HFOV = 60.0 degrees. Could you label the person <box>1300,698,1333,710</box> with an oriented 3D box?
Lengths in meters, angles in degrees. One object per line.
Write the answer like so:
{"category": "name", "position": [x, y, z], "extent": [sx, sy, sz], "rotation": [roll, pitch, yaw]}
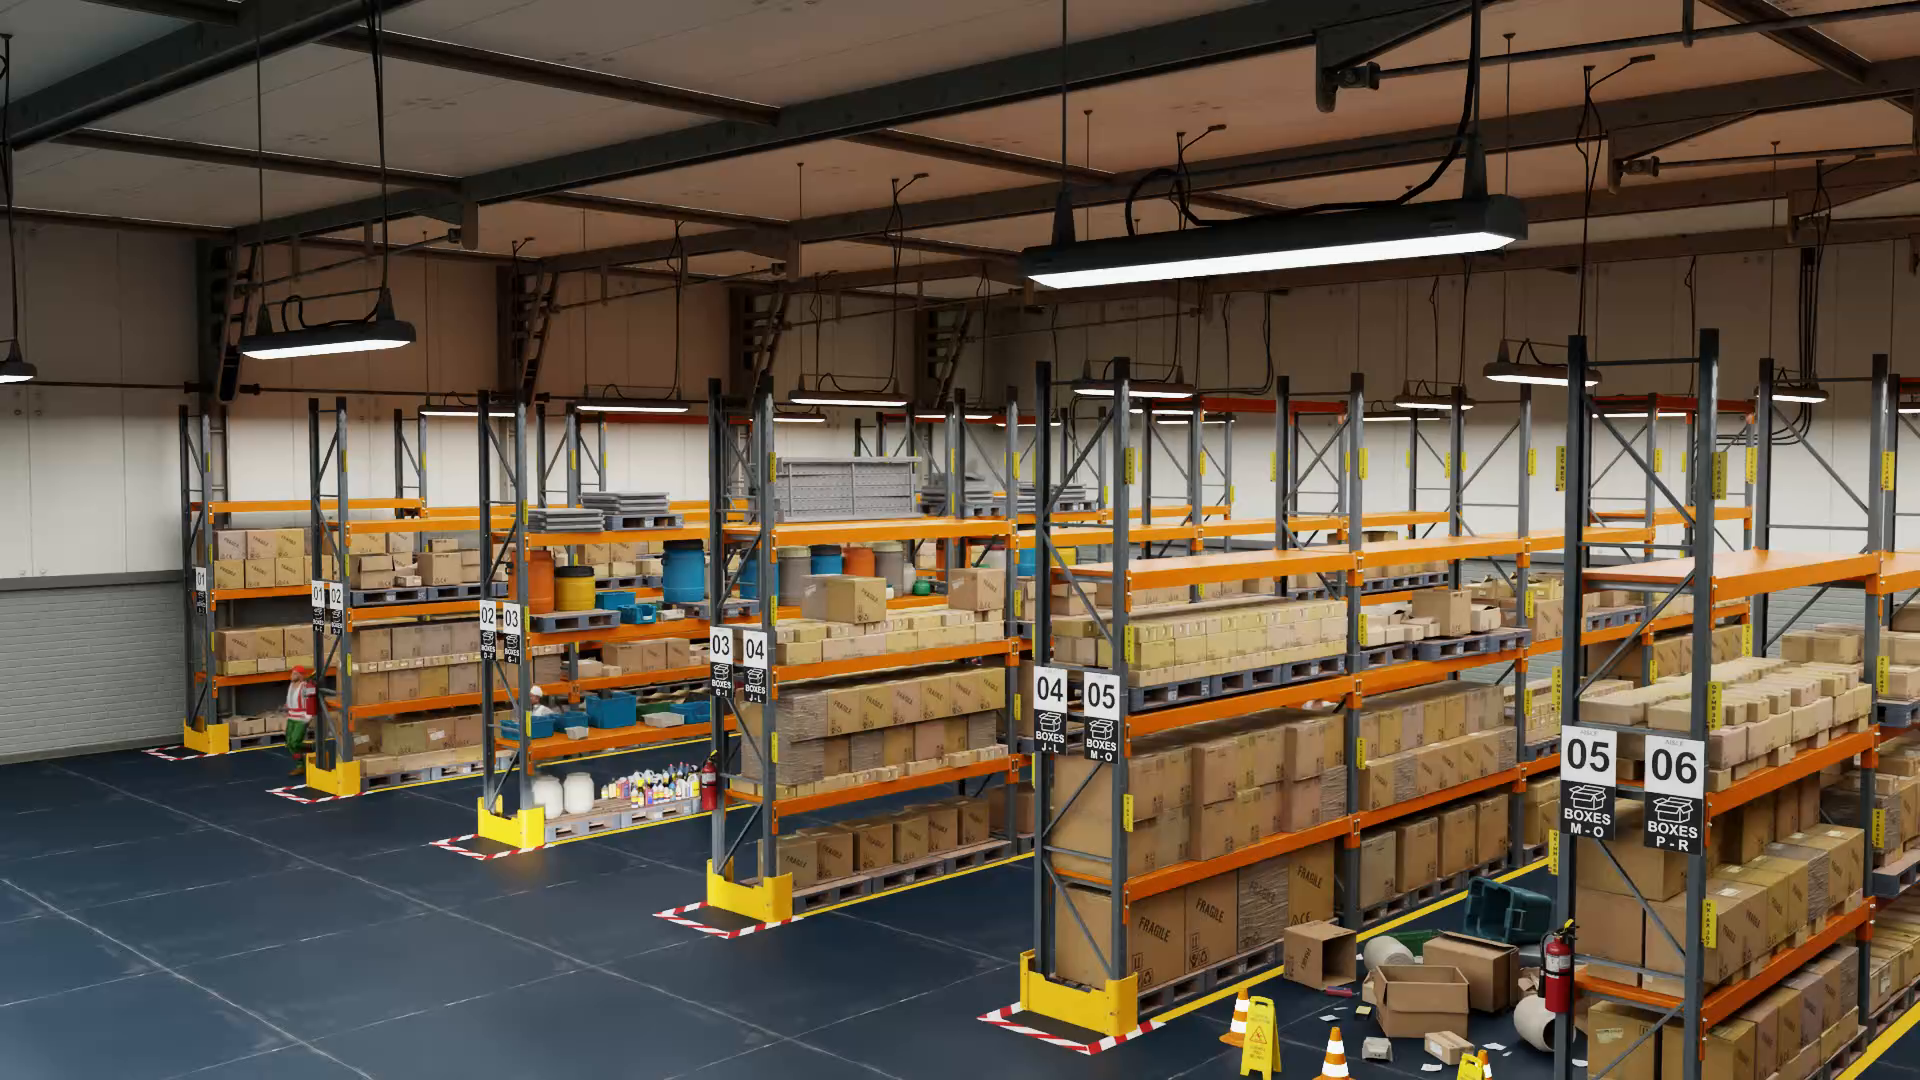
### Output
{"category": "person", "position": [5.179, 2.967, 24.133], "extent": [0.644, 1.806, 0.915], "rotation": [2, 4, 39]}

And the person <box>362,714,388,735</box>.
{"category": "person", "position": [-9.660, 2.859, 27.551], "extent": [0.547, 1.737, 0.864], "rotation": [2, 4, 38]}

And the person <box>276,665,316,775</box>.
{"category": "person", "position": [-10.613, 2.887, 26.699], "extent": [0.667, 1.760, 0.598], "rotation": [2, 3, 28]}

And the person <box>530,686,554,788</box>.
{"category": "person", "position": [-6.265, 3.009, 24.344], "extent": [0.645, 1.732, 0.592], "rotation": [2, 4, 31]}
